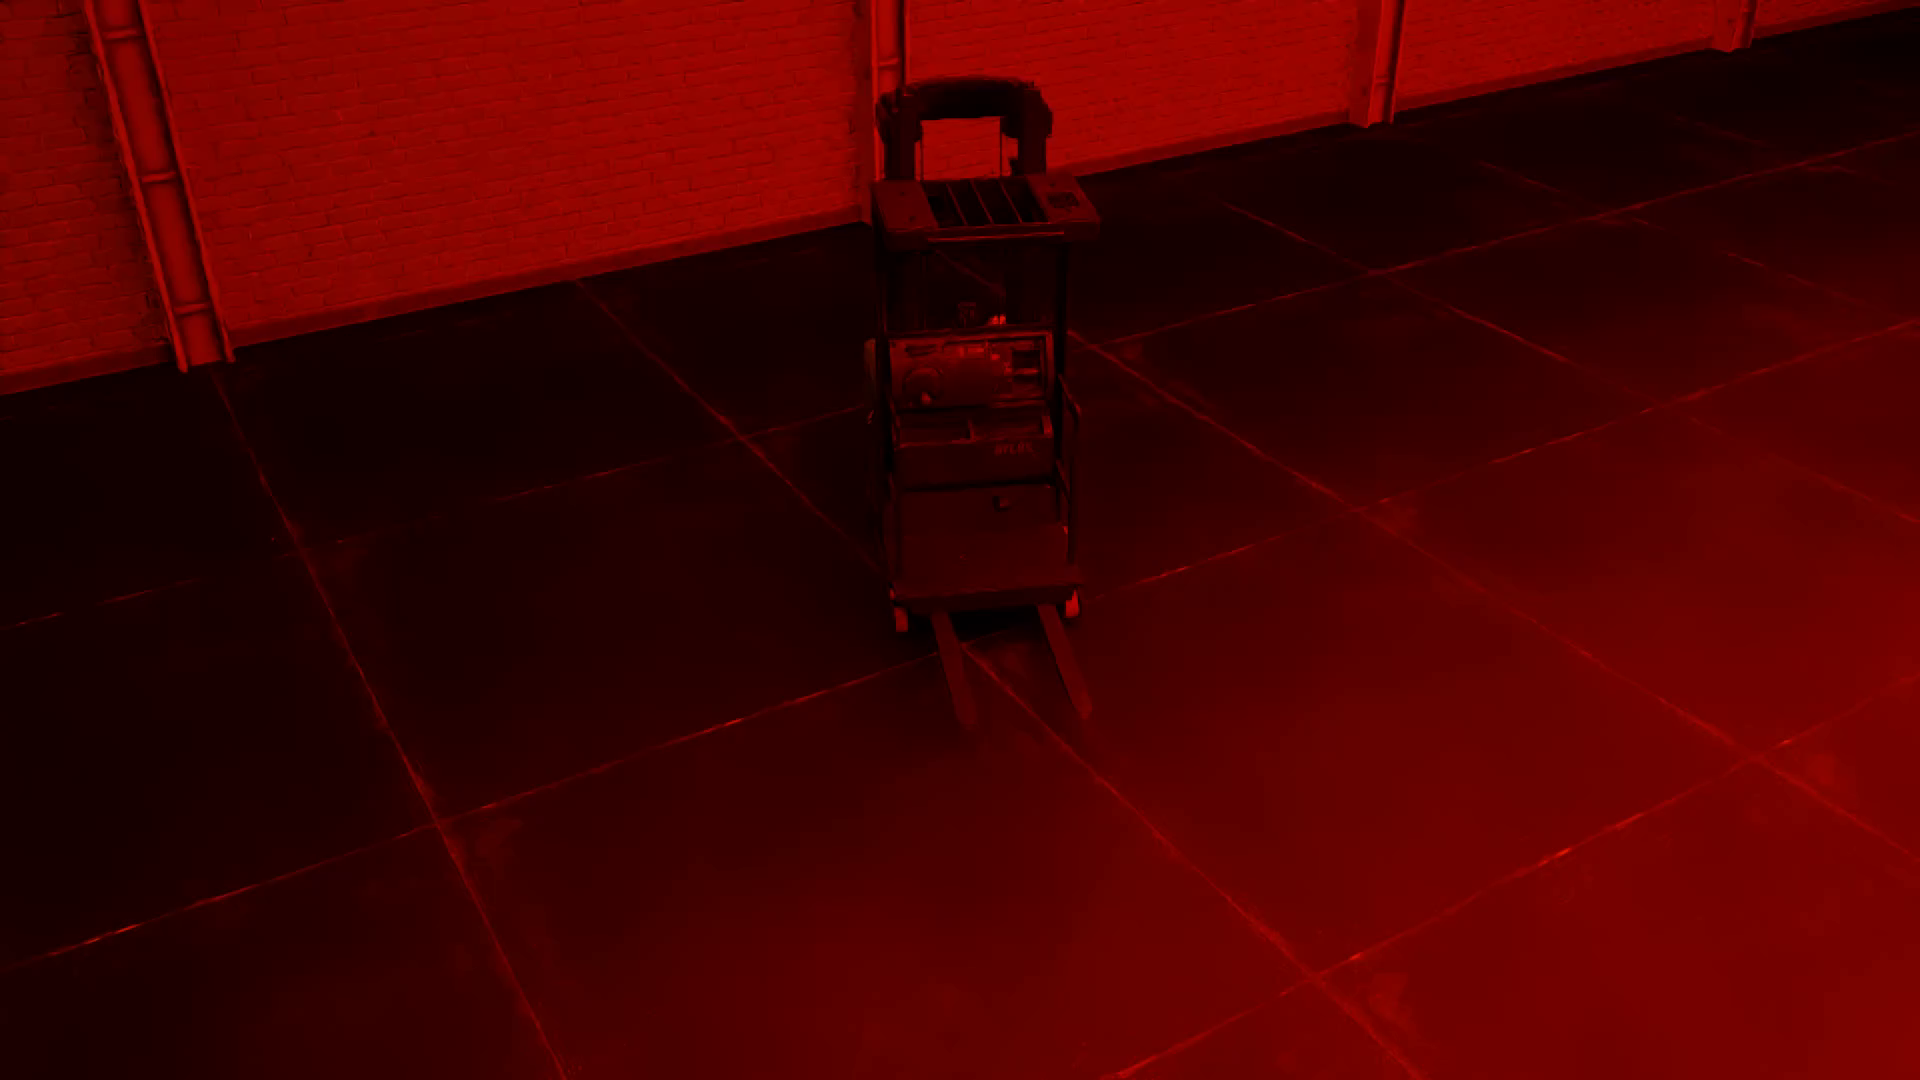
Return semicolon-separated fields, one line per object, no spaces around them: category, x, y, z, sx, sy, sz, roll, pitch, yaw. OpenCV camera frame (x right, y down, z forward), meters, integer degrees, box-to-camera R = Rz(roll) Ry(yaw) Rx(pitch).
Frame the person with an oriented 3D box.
person;0.127;-0.742;10.265;1.101;1.487;0.962;18;35;28

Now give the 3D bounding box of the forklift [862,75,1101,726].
forklift;0.107;-0.915;9.176;1.130;2.935;3.031;-5;31;-8
